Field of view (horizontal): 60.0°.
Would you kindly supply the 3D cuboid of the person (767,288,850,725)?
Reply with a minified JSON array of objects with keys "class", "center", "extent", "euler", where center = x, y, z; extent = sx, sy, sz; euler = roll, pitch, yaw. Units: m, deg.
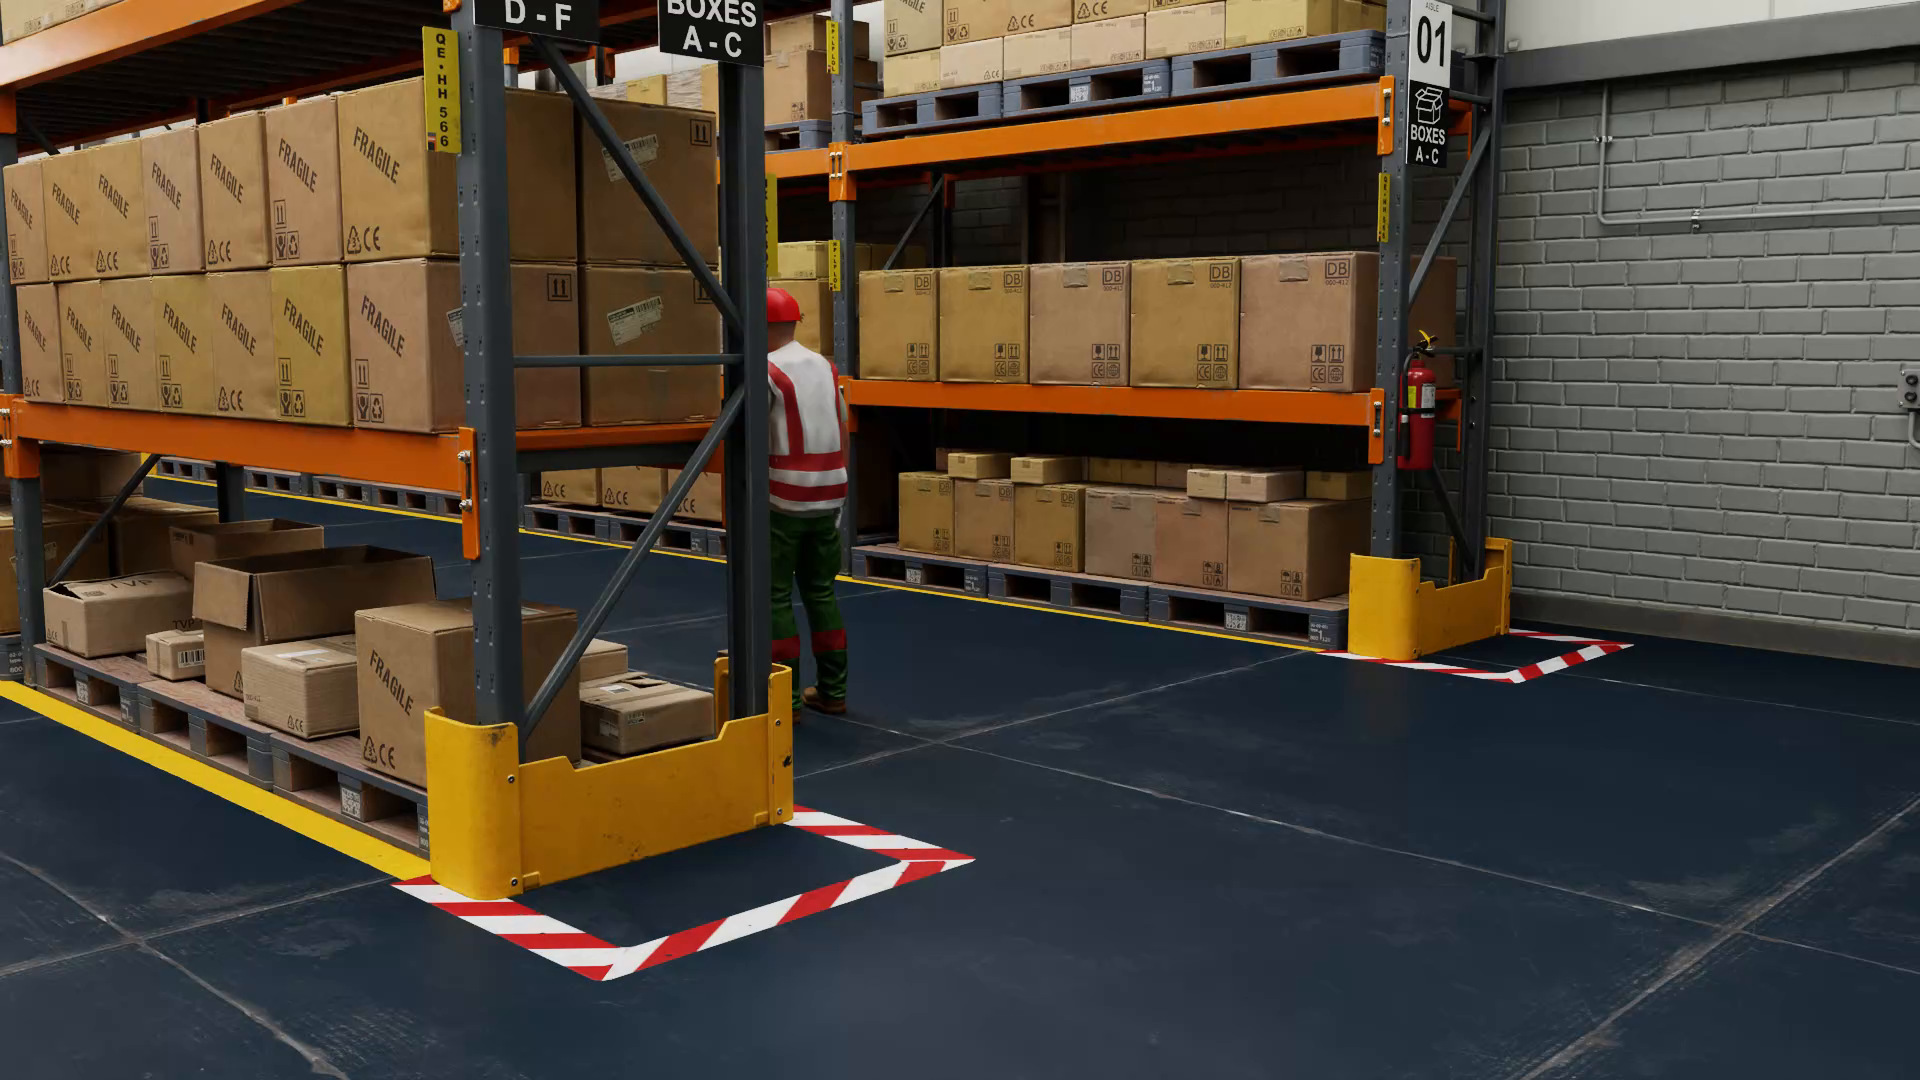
[{"class":"person","center":[-0.703,-0.143,6.864],"extent":[0.450,1.780,0.623],"euler":[6,9,42]}]
